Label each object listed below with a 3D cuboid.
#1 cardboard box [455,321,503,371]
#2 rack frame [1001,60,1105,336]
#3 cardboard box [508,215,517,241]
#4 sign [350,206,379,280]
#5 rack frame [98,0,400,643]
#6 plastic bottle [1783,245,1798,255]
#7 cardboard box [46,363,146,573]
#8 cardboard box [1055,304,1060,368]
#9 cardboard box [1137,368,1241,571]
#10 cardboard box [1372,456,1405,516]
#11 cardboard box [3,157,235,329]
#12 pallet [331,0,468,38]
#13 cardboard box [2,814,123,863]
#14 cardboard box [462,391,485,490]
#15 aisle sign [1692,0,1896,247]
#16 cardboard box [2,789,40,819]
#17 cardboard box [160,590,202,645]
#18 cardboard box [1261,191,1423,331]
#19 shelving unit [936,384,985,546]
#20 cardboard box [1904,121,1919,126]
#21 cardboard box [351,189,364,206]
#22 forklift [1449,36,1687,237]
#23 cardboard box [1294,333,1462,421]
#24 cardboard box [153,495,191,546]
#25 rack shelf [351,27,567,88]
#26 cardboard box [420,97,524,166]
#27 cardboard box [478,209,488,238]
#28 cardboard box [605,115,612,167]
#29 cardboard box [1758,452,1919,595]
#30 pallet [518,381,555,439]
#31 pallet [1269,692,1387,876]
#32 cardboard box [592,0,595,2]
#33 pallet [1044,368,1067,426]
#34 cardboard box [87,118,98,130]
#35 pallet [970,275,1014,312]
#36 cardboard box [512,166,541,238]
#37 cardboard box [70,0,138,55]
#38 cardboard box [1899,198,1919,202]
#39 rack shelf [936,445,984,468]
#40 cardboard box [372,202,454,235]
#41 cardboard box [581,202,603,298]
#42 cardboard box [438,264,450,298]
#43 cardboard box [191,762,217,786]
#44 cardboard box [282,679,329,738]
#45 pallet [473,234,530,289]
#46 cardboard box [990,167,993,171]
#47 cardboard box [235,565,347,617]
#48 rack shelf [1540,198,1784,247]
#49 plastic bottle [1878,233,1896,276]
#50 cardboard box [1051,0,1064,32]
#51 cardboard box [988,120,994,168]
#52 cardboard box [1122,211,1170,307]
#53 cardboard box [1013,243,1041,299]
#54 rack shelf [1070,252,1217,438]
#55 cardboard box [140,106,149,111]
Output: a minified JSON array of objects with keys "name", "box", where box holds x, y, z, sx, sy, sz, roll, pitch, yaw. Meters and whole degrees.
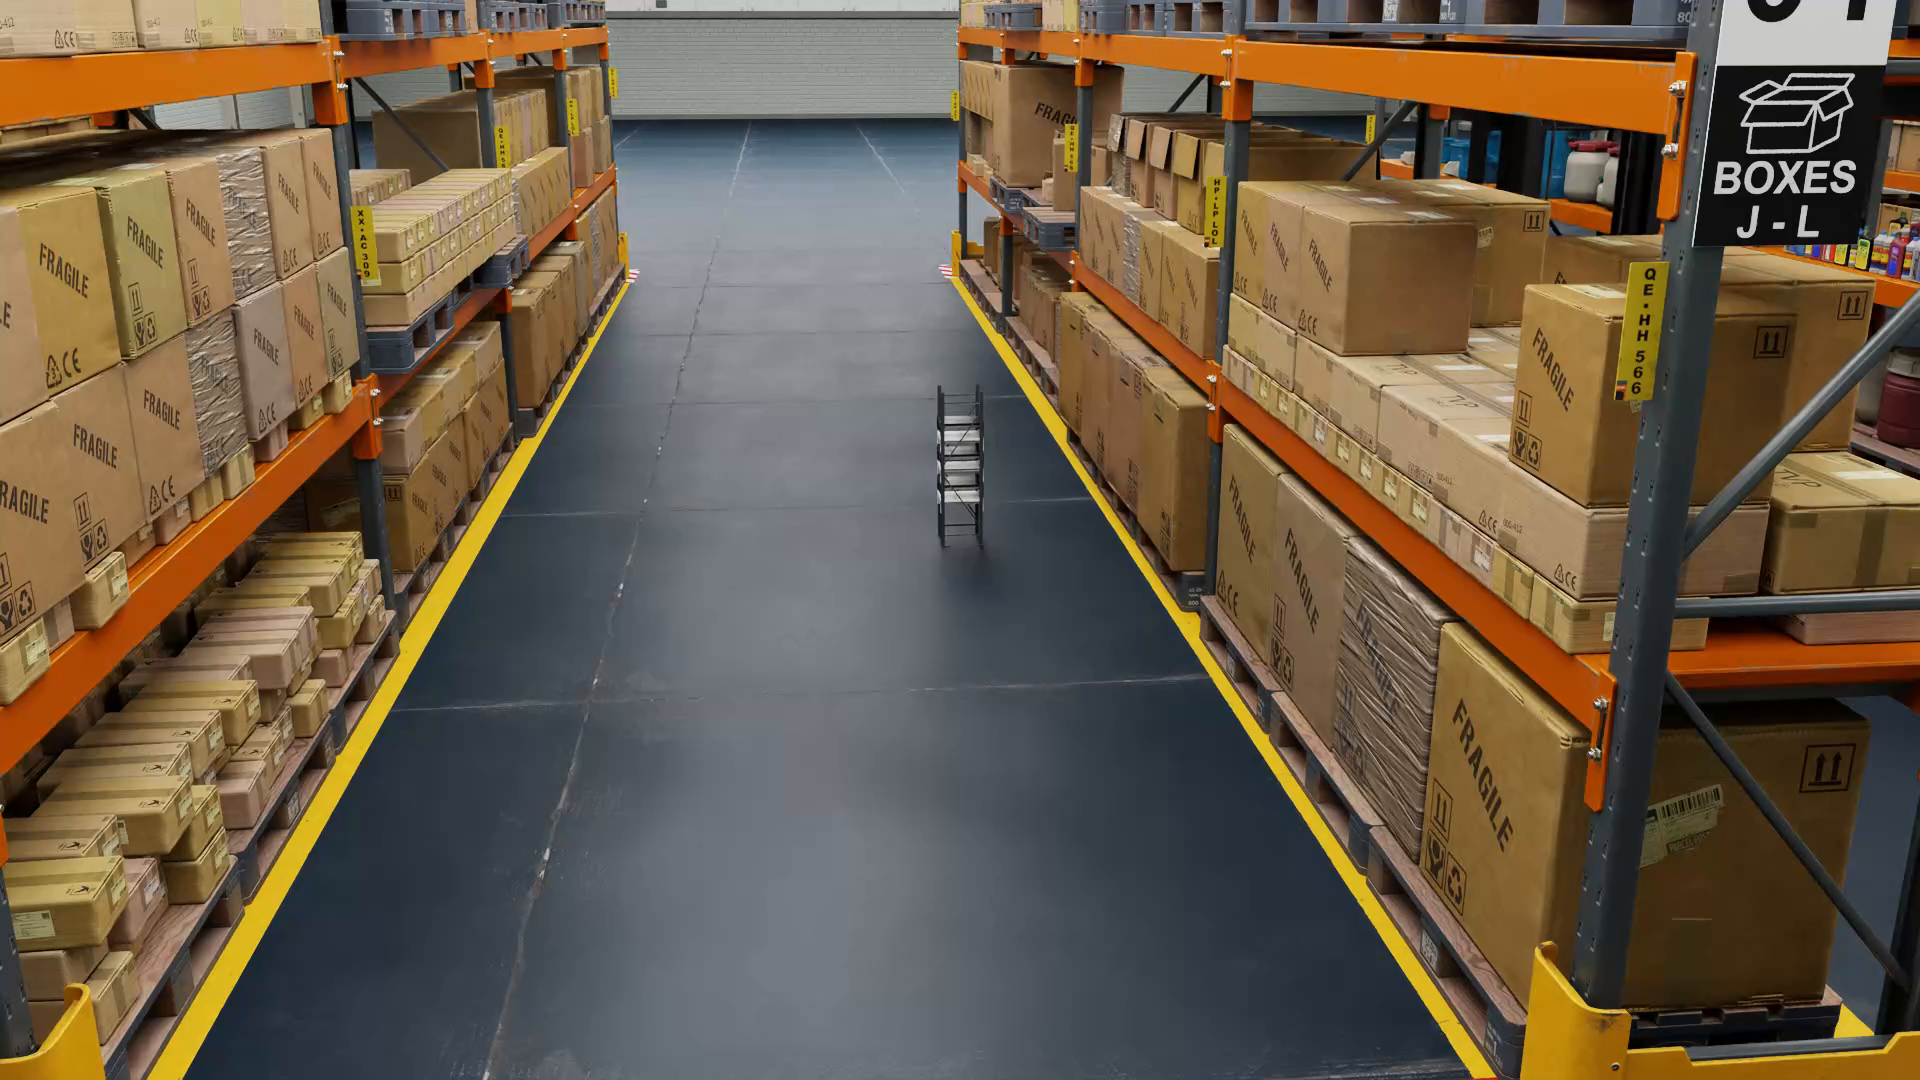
[{"name":"cardboard box","box":[-3.299,-1.264,10.914,0.500,0.250,0.500,-2,18,-7]},{"name":"rack frame","box":[0.901,-3.409,15.526,1.000,3.000,0.127,-2,18,-6]},{"name":"cardboard box","box":[-3.123,-2.041,10.890,0.380,0.149,0.250,-1,17,-5]},{"name":"sign","box":[-2.679,-1.334,7.473,0.100,0.325,0.005,-2,18,-6]},{"name":"rack frame","box":[-3.218,-0.902,7.542,1.000,3.000,0.127,-2,18,-6]},{"name":"plastic bottle","box":[5.963,-2.172,11.794,0.152,0.276,0.135,-2,18,-6]},{"name":"cardboard box","box":[-2.658,-0.201,4.645,0.500,0.500,0.500,-2,18,-6]},{"name":"cardboard box","box":[1.154,-1.598,13.198,0.700,0.500,0.500,-3,18,-10]},{"name":"cardboard box","box":[1.640,-0.402,8.795,1.225,0.875,0.875,-2,18,-5]},{"name":"cardboard box","box":[1.640,-0.191,5.697,0.380,0.149,0.250,-2,18,-5]},{"name":"cardboard box","box":[-2.734,-0.976,5.446,0.500,0.500,0.500,-2,18,-7]},{"name":"pallet","box":[-3.286,-2.740,8.701,1.213,0.211,1.003,-2,18,-6]},{"name":"cardboard box","box":[-2.670,0.921,4.802,0.380,0.149,0.250,-1,17,-5]},{"name":"cardboard box","box":[-3.182,-0.602,10.058,0.500,0.500,0.500,-3,18,-8]},{"name":"aisle sign","box":[1.847,-1.043,3.651,0.394,0.787,0.004,-2,18,-6]},{"name":"cardboard box","box":[-3.125,0.921,5.297,0.380,0.149,0.250,-2,18,-6]},{"name":"cardboard box","box":[-3.295,0.318,6.722,0.380,0.149,0.250,-2,18,-7]},{"name":"cardboard box","box":[1.564,-1.156,6.852,0.500,0.500,0.500,-2,18,-6]},{"name":"shelving unit","box":[0.001,-0.427,9.535,0.258,0.900,0.210,-2,18,-6]},{"name":"cardboard box","box":[10.384,-4.523,17.828,0.380,0.149,0.250,-1,17,-4]},{"name":"cardboard box","box":[-3.639,-1.923,9.519,0.380,0.149,0.250,-1,17,-4]},{"name":"forklift","box":[3.493,-1.671,10.105,1.130,2.935,3.031,-1,17,-3]},{"name":"cardboard box","box":[1.619,-0.645,6.477,0.500,0.250,0.500,-1,17,-4]},{"name":"cardboard box","box":[-2.719,-0.082,5.351,0.380,0.149,0.250,-2,18,-7]},{"name":"rack shelf","box":[-3.837,-3.777,12.895,1.077,0.370,4.000,-2,18,-6]},{"name":"cardboard box","box":[-3.829,-3.208,13.052,0.700,0.500,0.500,-2,18,-6]},{"name":"cardboard box","box":[-3.019,-1.876,9.868,0.380,0.149,0.250,-2,18,-6]},{"name":"cardboard box","box":[-4.372,-4.440,18.560,0.875,0.550,0.550,-2,18,-6]},{"name":"cardboard box","box":[2.357,-0.055,4.598,0.500,0.250,0.500,-2,18,-7]},{"name":"pallet","box":[-3.637,-1.000,12.511,1.003,0.211,1.213,-2,18,-6]},{"name":"pallet","box":[1.855,0.899,6.462,1.003,0.211,1.213,-2,18,-6]},{"name":"cardboard box","box":[-3.979,-5.645,17.192,0.380,0.149,0.250,-2,18,-6]},{"name":"pallet","box":[1.234,-1.119,12.890,1.003,0.211,1.213,-2,18,-6]},{"name":"cardboard box","box":[-8.944,-4.032,16.849,0.500,0.500,0.500,-2,18,-6]},{"name":"pallet","box":[0.667,-2.641,17.738,1.003,0.211,1.213,-2,18,-6]},{"name":"cardboard box","box":[-3.515,-2.585,12.737,0.500,0.500,0.500,-2,18,-6]},{"name":"cardboard box","box":[-2.714,-1.522,4.758,0.500,0.250,0.500,-2,18,-7]},{"name":"cardboard box","box":[10.861,-3.554,18.628,0.500,0.500,0.500,-2,18,-6]},{"name":"rack shelf","box":[0.001,-0.481,9.518,0.258,0.077,0.200,-2,18,-6]},{"name":"cardboard box","box":[-2.910,-1.708,8.834,0.380,0.149,0.250,-2,18,-6]},{"name":"cardboard box","box":[-4.135,-2.930,16.848,0.875,0.875,0.875,-2,18,-5]},{"name":"cardboard box","box":[-2.882,-1.346,8.675,0.380,0.149,0.250,-2,18,-5]},{"name":"cardboard box","box":[-2.730,0.834,5.574,0.380,0.149,0.250,-3,18,-8]},{"name":"cardboard box","box":[-2.732,0.673,6.585,0.380,0.149,0.250,-2,18,-6]},{"name":"pallet","box":[-3.451,-1.793,10.701,1.213,0.211,1.003,-2,18,-6]},{"name":"cardboard box","box":[0.506,-3.718,16.930,0.380,0.149,0.250,-2,18,-6]},{"name":"cardboard box","box":[-2.824,0.221,7.031,0.380,0.149,0.250,-2,18,-6]},{"name":"rack shelf","box":[6.034,-2.622,14.224,1.077,0.370,4.000,-2,18,-6]},{"name":"plastic bottle","box":[6.043,-1.859,10.805,0.097,0.271,0.097,0,17,0]},{"name":"cardboard box","box":[0.956,-3.858,12.200,0.500,0.250,0.500,-2,18,-6]},{"name":"cardboard box","box":[0.747,-4.030,16.843,0.875,0.500,0.500,-2,18,-6]},{"name":"cardboard box","box":[1.254,-1.656,9.778,0.500,0.500,0.500,-2,18,-5]},{"name":"cardboard box","box":[0.833,-2.707,16.764,0.500,0.500,0.500,4,18,12]},{"name":"rack shelf","box":[1.520,-1.278,9.940,1.077,0.370,4.000,-2,18,-6]},{"name":"cardboard box","box":[-9.099,-4.815,17.675,0.700,0.500,0.500,-2,18,-7]}]
